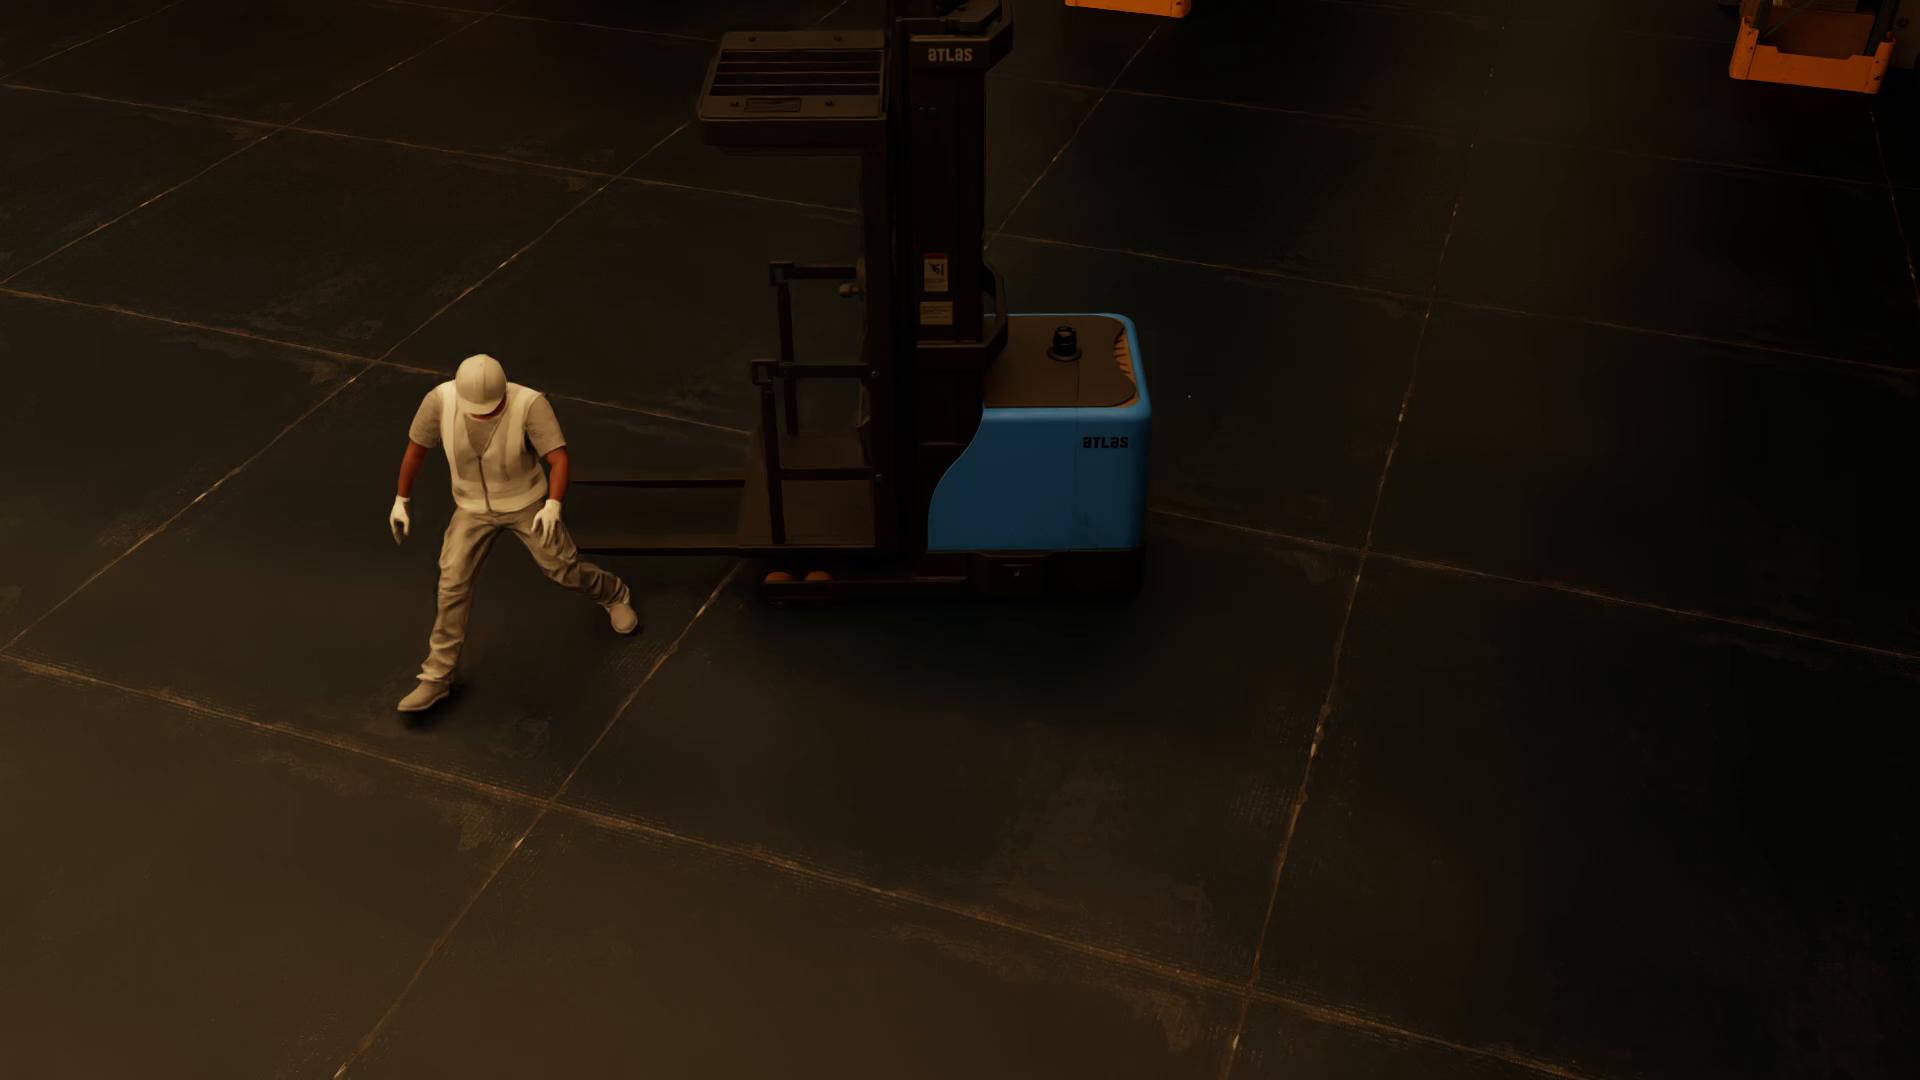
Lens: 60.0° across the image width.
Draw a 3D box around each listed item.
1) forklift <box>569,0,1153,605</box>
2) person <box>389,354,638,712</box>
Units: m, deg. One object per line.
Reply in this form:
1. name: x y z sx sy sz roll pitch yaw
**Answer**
1. forklift: -0.615 -1.183 7.779 3.031 2.935 1.130 0 35 -1
2. person: -2.072 -0.064 7.392 0.990 1.581 1.007 2 35 3
